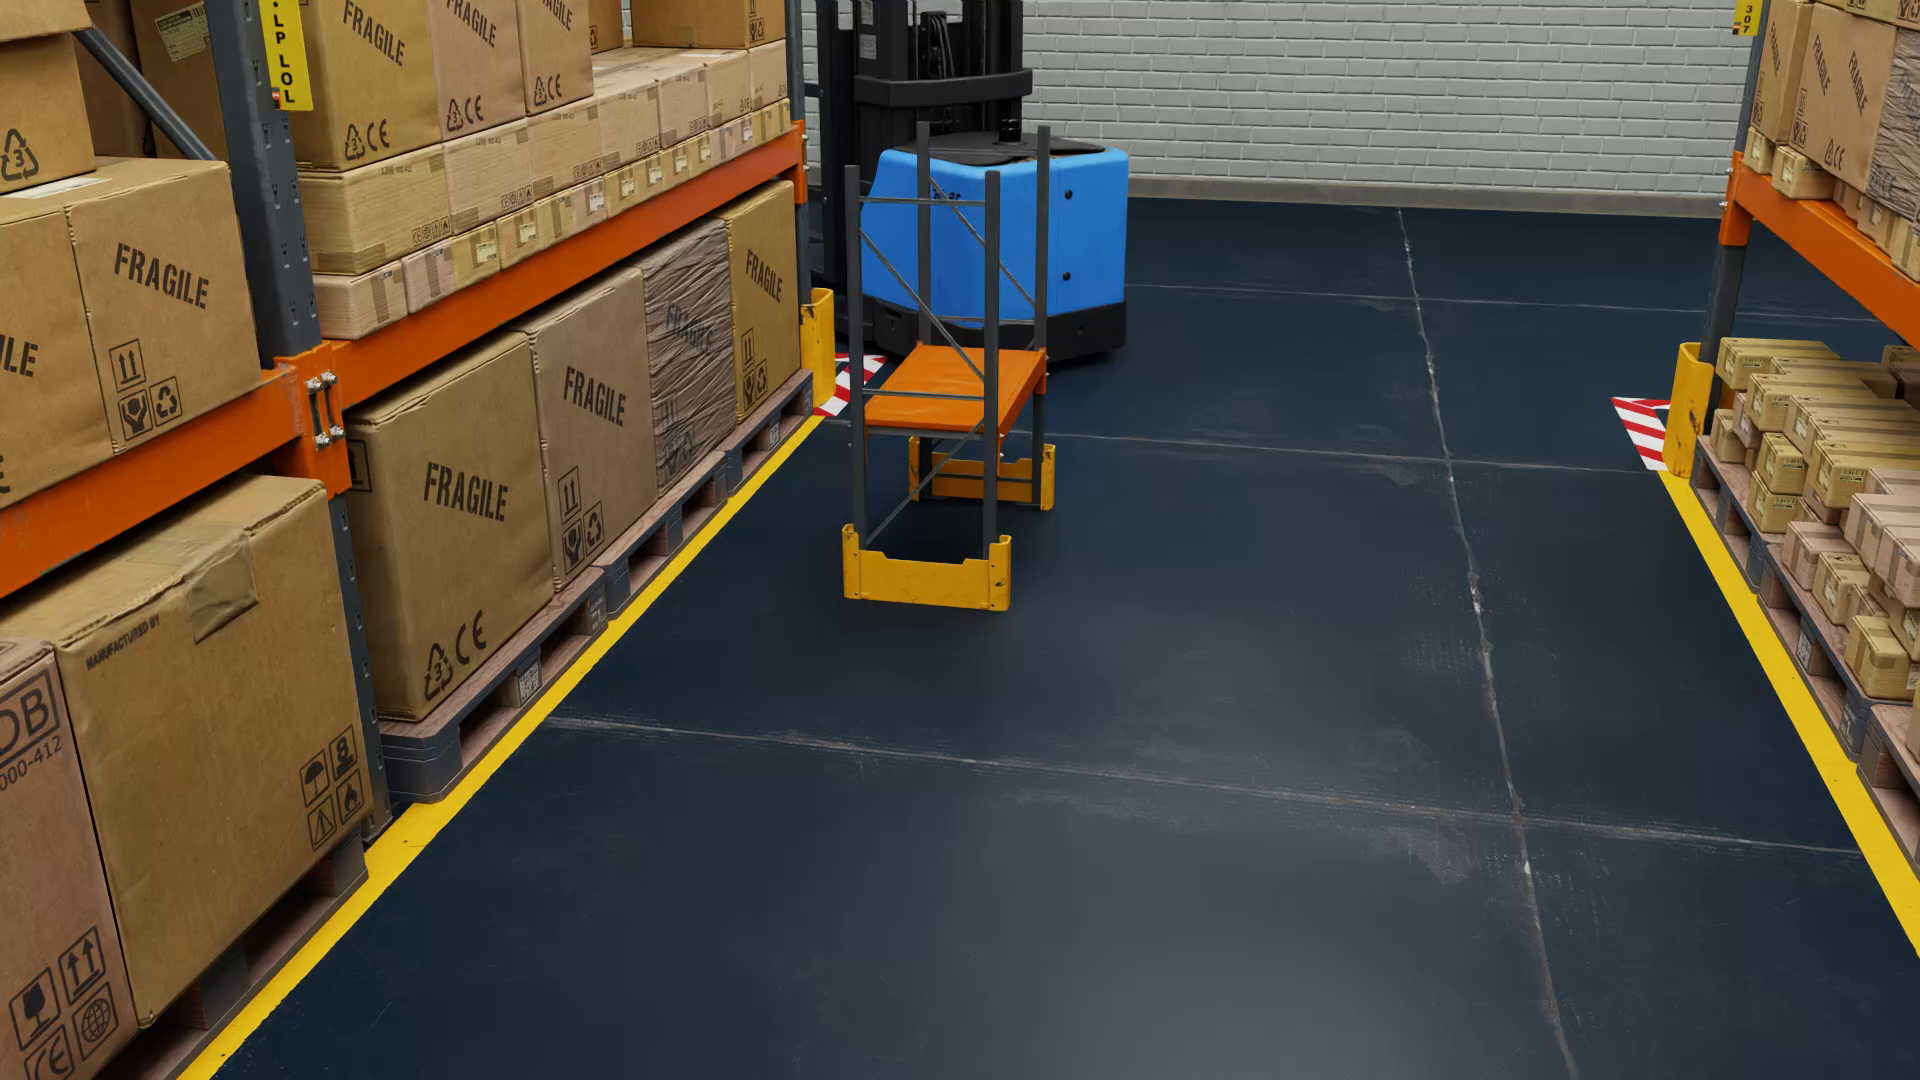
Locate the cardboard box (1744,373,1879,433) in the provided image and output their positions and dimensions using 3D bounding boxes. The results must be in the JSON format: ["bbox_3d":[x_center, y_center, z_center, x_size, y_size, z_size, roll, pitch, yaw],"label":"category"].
[{"bbox_3d":[3.072,-0.488,6.007,0.380,0.149,0.250,4,22,11],"label":"cardboard box"}]

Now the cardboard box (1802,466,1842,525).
[{"bbox_3d":[3.074,-0.154,5.576,0.380,0.149,0.250,3,22,8],"label":"cardboard box"}]

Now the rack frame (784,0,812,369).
[{"bbox_3d":[-1.208,-2.112,7.583,1.000,3.000,0.127,4,22,11],"label":"rack frame"}]

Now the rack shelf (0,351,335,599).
[{"bbox_3d":[-2.433,0.416,2.269,1.077,0.370,4.000,4,22,11],"label":"rack shelf"}]

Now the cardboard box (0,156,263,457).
[{"bbox_3d":[-1.853,-0.504,3.456,0.500,0.500,0.500,5,22,11],"label":"cardboard box"}]

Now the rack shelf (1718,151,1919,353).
[{"bbox_3d":[3.218,-0.632,4.871,1.077,0.370,4.000,4,22,11],"label":"rack shelf"}]

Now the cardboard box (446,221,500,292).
[{"bbox_3d":[-1.532,-0.808,4.681,0.380,0.149,0.250,5,23,13],"label":"cardboard box"}]

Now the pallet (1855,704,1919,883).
[{"bbox_3d":[2.913,0.811,4.058,1.003,0.211,1.213,4,22,11],"label":"pallet"}]

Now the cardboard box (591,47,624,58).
[{"bbox_3d":[-1.670,-1.835,6.698,0.500,0.250,0.500,4,22,10],"label":"cardboard box"}]

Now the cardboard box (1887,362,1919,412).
[{"bbox_3d":[3.659,-0.545,6.150,0.380,0.149,0.250,5,22,12],"label":"cardboard box"}]

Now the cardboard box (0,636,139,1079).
[{"bbox_3d":[-2.317,0.704,2.873,1.225,0.875,0.875,4,22,9],"label":"cardboard box"}]

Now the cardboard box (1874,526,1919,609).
[{"bbox_3d":[2.779,0.084,4.587,0.380,0.149,0.250,3,22,8],"label":"cardboard box"}]

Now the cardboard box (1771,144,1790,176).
[{"bbox_3d":[3.228,-1.391,6.129,0.380,0.149,0.250,5,23,13],"label":"cardboard box"}]

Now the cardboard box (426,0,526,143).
[{"bbox_3d":[-1.569,-1.401,4.616,0.500,0.500,0.500,4,22,11],"label":"cardboard box"}]

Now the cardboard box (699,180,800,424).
[{"bbox_3d":[-1.261,-1.081,7.305,0.875,0.875,0.875,4,22,11],"label":"cardboard box"}]

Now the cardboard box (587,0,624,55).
[{"bbox_3d":[-1.673,-2.191,6.577,0.500,0.500,0.500,4,22,10],"label":"cardboard box"}]

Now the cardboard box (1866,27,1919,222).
[{"bbox_3d":[2.970,-1.176,4.726,0.500,0.500,0.500,4,22,10],"label":"cardboard box"}]

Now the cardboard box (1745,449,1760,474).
[{"bbox_3d":[3.233,-0.300,6.338,0.380,0.149,0.250,4,22,11],"label":"cardboard box"}]

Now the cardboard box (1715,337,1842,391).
[{"bbox_3d":[3.187,-0.680,6.484,0.380,0.149,0.250,3,22,8],"label":"cardboard box"}]

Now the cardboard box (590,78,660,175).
[{"bbox_3d":[-1.357,-1.421,5.669,0.500,0.250,0.500,4,22,11],"label":"cardboard box"}]

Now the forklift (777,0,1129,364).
[{"bbox_3d":[-0.424,-2.646,9.000,1.130,2.935,3.031,-16,27,-34],"label":"forklift"}]

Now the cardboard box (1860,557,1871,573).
[{"bbox_3d":[2.994,0.047,5.078,0.380,0.149,0.250,6,23,13],"label":"cardboard box"}]

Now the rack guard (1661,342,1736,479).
[{"bbox_3d":[3.611,-0.510,6.951,1.175,0.500,0.348,4,22,11],"label":"rack guard"}]

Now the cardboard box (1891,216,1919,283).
[{"bbox_3d":[2.888,-0.817,4.704,0.380,0.149,0.250,5,22,12],"label":"cardboard box"}]

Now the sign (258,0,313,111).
[{"bbox_3d":[-1.491,-1.112,3.656,0.100,0.325,0.005,4,22,11],"label":"sign"}]

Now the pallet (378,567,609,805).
[{"bbox_3d":[-1.793,0.372,5.148,1.003,0.211,1.213,4,22,11],"label":"pallet"}]

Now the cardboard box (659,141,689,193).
[{"bbox_3d":[-1.218,-1.372,6.081,0.380,0.149,0.250,5,22,11],"label":"cardboard box"}]

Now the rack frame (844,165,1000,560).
[{"bbox_3d":[-0.121,-0.479,5.534,0.500,1.500,0.032,4,22,11],"label":"rack frame"}]

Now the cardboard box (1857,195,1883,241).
[{"bbox_3d":[3.045,-1.006,5.173,0.380,0.149,0.250,4,22,10],"label":"cardboard box"}]

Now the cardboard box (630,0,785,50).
[{"bbox_3d":[-1.051,-2.330,6.923,0.500,0.500,0.500,5,22,12],"label":"cardboard box"}]

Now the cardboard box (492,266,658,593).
[{"bbox_3d":[-1.628,-0.423,5.671,0.875,0.875,0.875,4,22,11],"label":"cardboard box"}]

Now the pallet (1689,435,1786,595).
[{"bbox_3d":[3.411,-0.082,6.274,1.003,0.211,1.213,4,22,11],"label":"pallet"}]

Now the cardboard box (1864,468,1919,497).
[{"bbox_3d":[2.980,-0.098,5.039,0.380,0.149,0.250,5,22,11],"label":"cardboard box"}]

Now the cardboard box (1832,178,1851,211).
[{"bbox_3d":[3.202,-1.191,5.633,0.380,0.149,0.250,6,23,13],"label":"cardboard box"}]

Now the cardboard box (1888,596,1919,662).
[{"bbox_3d":[2.824,0.238,4.604,0.380,0.149,0.250,5,22,12],"label":"cardboard box"}]

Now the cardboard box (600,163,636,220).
[{"bbox_3d":[-1.322,-1.186,5.619,0.380,0.149,0.250,4,22,9],"label":"cardboard box"}]

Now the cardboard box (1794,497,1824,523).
[{"bbox_3d":[3.071,-0.023,5.651,0.380,0.149,0.250,5,22,11],"label":"cardboard box"}]

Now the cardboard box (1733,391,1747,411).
[{"bbox_3d":[3.268,-0.536,6.524,0.380,0.149,0.250,5,23,13],"label":"cardboard box"}]

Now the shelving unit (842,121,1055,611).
[{"bbox_3d":[-0.016,-0.668,6.004,0.587,1.500,1.083,4,22,11],"label":"shelving unit"}]

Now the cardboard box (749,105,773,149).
[{"bbox_3d":[-1.010,-1.745,7.008,0.380,0.149,0.250,5,22,11],"label":"cardboard box"}]

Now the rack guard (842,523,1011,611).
[{"bbox_3d":[-0.117,0.094,5.785,0.587,0.250,0.087,4,22,11],"label":"rack guard"}]

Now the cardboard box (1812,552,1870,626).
[{"bbox_3d":[2.904,0.164,5.184,0.380,0.149,0.250,4,22,11],"label":"cardboard box"}]

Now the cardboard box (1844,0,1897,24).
[{"bbox_3d":[3.050,-1.828,5.007,0.500,0.500,0.500,4,22,10],"label":"cardboard box"}]

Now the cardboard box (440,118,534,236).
[{"bbox_3d":[-1.566,-1.051,4.751,0.500,0.250,0.500,4,22,11],"label":"cardboard box"}]

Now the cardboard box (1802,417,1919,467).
[{"bbox_3d":[3.036,-0.290,5.516,0.380,0.149,0.250,5,23,13],"label":"cardboard box"}]

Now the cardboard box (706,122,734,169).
[{"bbox_3d":[-1.115,-1.562,6.553,0.380,0.149,0.250,5,22,12],"label":"cardboard box"}]

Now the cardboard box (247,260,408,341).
[{"bbox_3d":[-1.639,-0.616,4.204,0.380,0.149,0.250,5,22,11],"label":"cardboard box"}]

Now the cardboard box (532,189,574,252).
[{"bbox_3d":[-1.428,-0.998,5.153,0.380,0.149,0.250,4,22,10],"label":"cardboard box"}]

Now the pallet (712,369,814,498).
[{"bbox_3d":[-1.295,-0.520,7.363,1.003,0.211,1.213,4,22,11],"label":"pallet"}]

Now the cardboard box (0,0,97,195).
[{"bbox_3d":[-2.147,-0.927,3.163,0.797,0.503,0.637,4,22,10],"label":"cardboard box"}]

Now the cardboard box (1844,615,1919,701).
[{"bbox_3d":[2.768,0.345,4.735,0.380,0.149,0.250,4,22,11],"label":"cardboard box"}]

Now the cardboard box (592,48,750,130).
[{"bbox_3d":[-1.152,-1.798,6.605,0.500,0.250,0.500,4,22,10],"label":"cardboard box"}]

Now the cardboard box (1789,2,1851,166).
[{"bbox_3d":[3.180,-1.541,5.632,0.500,0.500,0.500,5,22,11],"label":"cardboard box"}]
